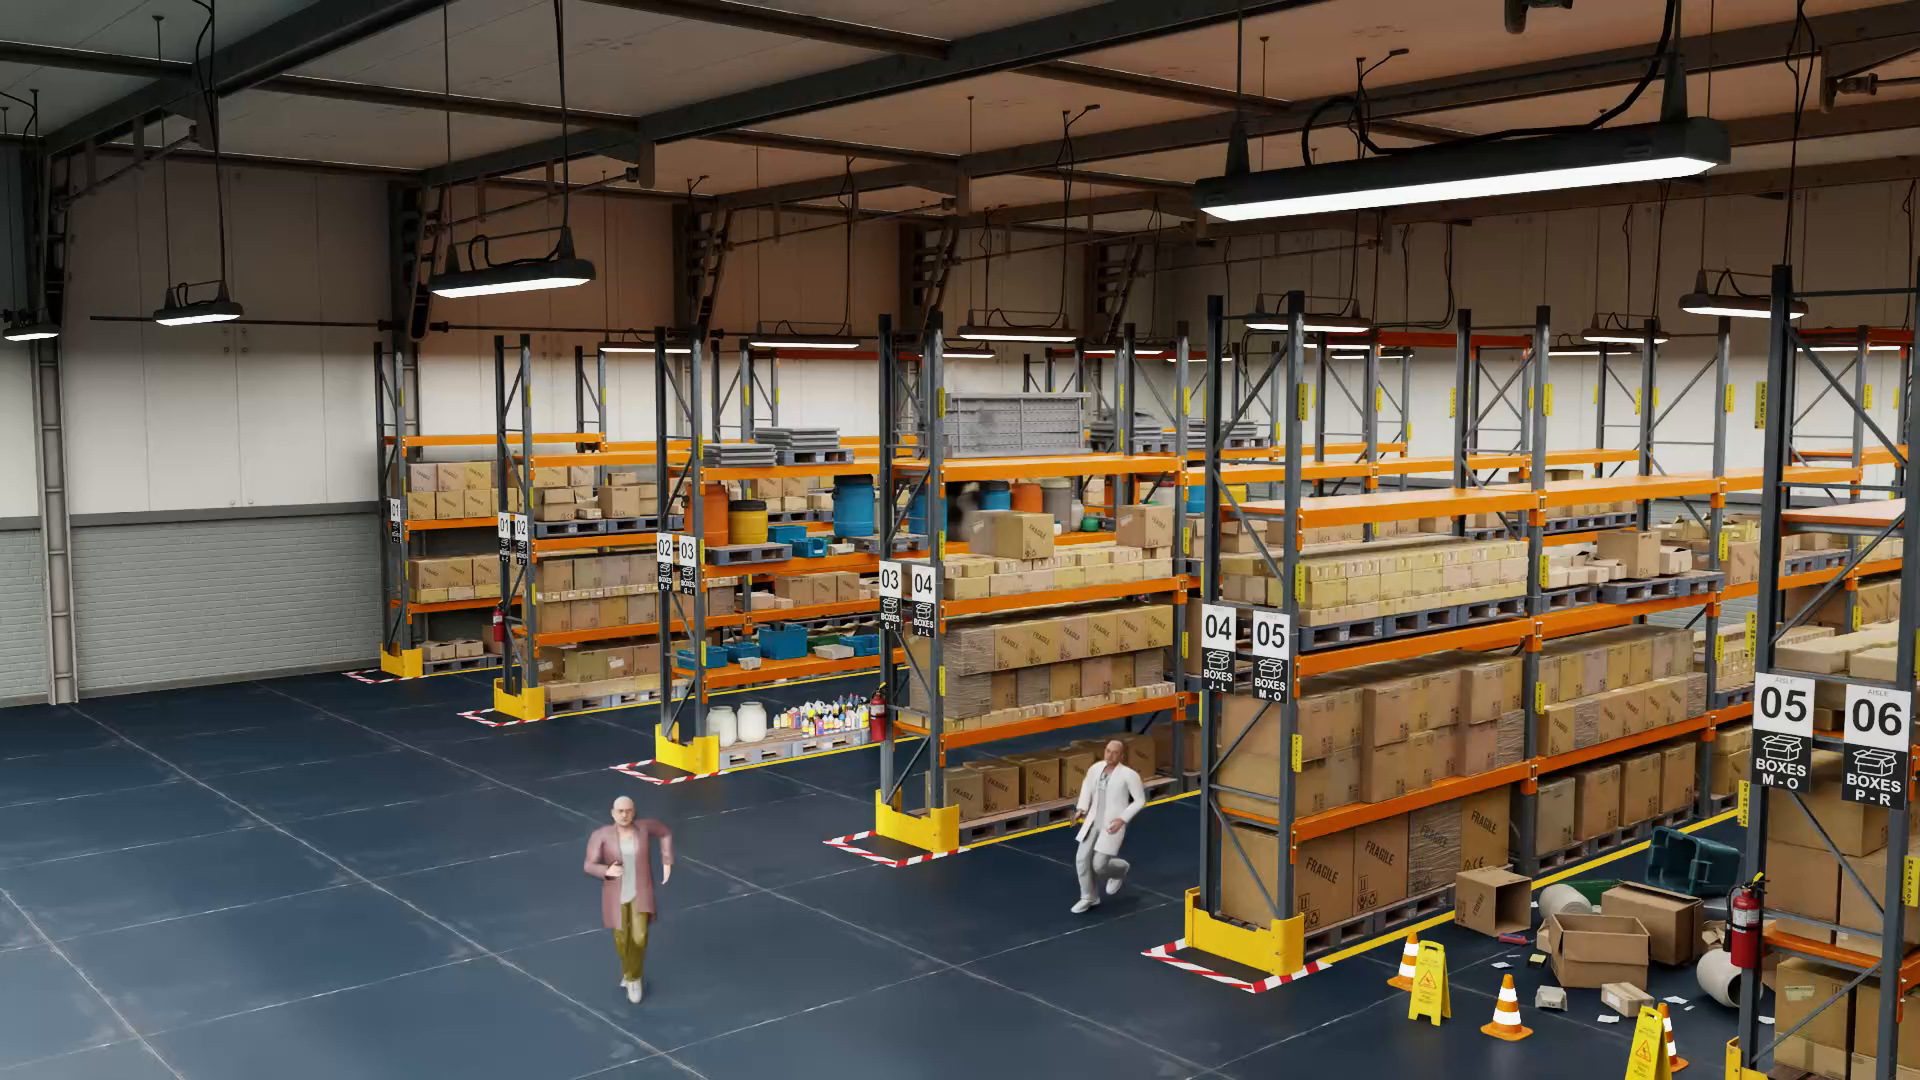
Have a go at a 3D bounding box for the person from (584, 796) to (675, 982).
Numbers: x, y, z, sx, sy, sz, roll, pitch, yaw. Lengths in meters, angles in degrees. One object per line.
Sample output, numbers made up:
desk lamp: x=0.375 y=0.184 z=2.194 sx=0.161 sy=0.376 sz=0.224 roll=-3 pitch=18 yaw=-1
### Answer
person: x=-2.777 y=2.948 z=13.991 sx=0.746 sy=1.644 sz=0.855 roll=-1 pitch=5 yaw=-12

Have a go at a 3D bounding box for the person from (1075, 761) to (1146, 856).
person: x=1.427 y=2.642 z=16.395 sx=0.755 sy=0.943 sz=0.432 roll=5 pitch=7 yaw=41
